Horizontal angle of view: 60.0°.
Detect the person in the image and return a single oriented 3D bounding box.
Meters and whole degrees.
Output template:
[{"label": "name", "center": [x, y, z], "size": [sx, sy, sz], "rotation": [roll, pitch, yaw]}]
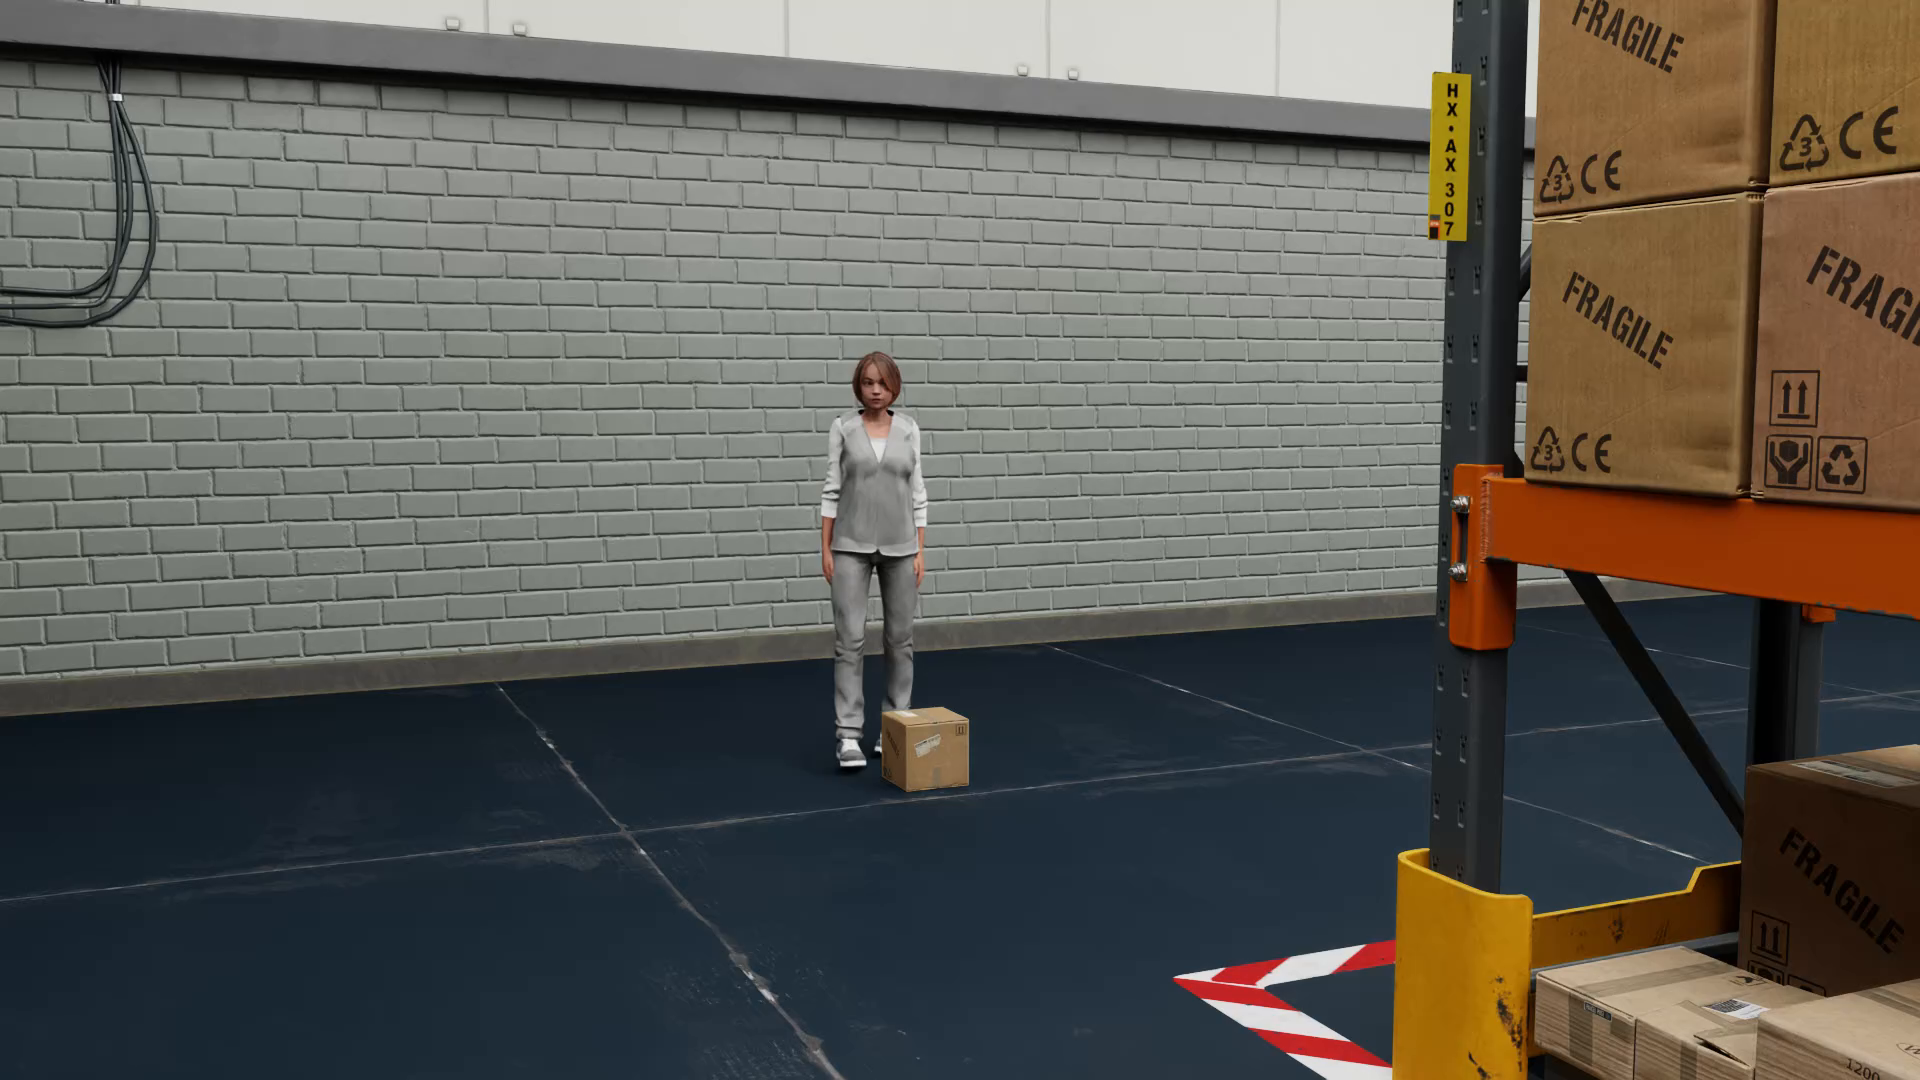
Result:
[{"label": "person", "center": [-0.325, 0.064, 6.503], "size": [0.426, 1.596, 0.526], "rotation": [-1, 6, -10]}]
